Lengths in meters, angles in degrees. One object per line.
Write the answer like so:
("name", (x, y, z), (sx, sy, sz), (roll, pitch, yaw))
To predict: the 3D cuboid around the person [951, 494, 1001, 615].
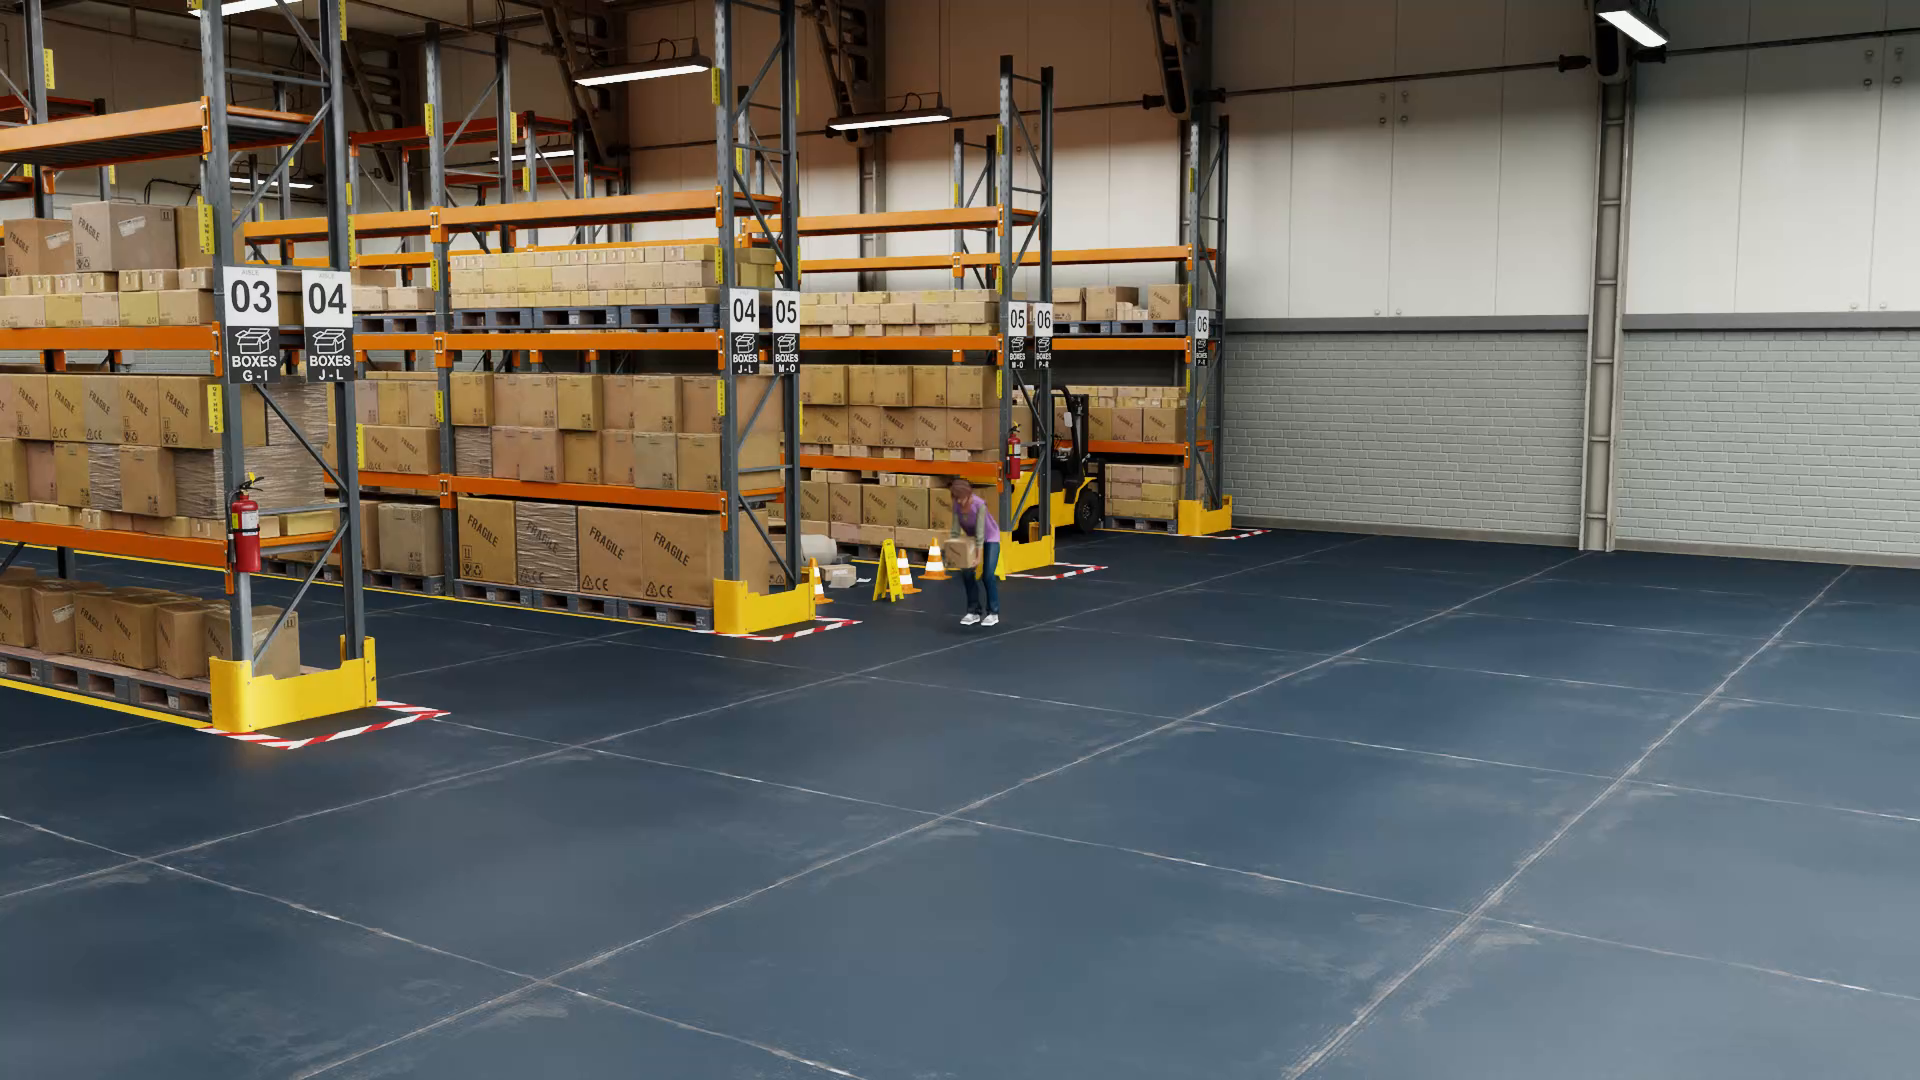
("person", (0.173, 0.146, 15.999), (0.371, 1.211, 0.510), (4, 8, 32))
